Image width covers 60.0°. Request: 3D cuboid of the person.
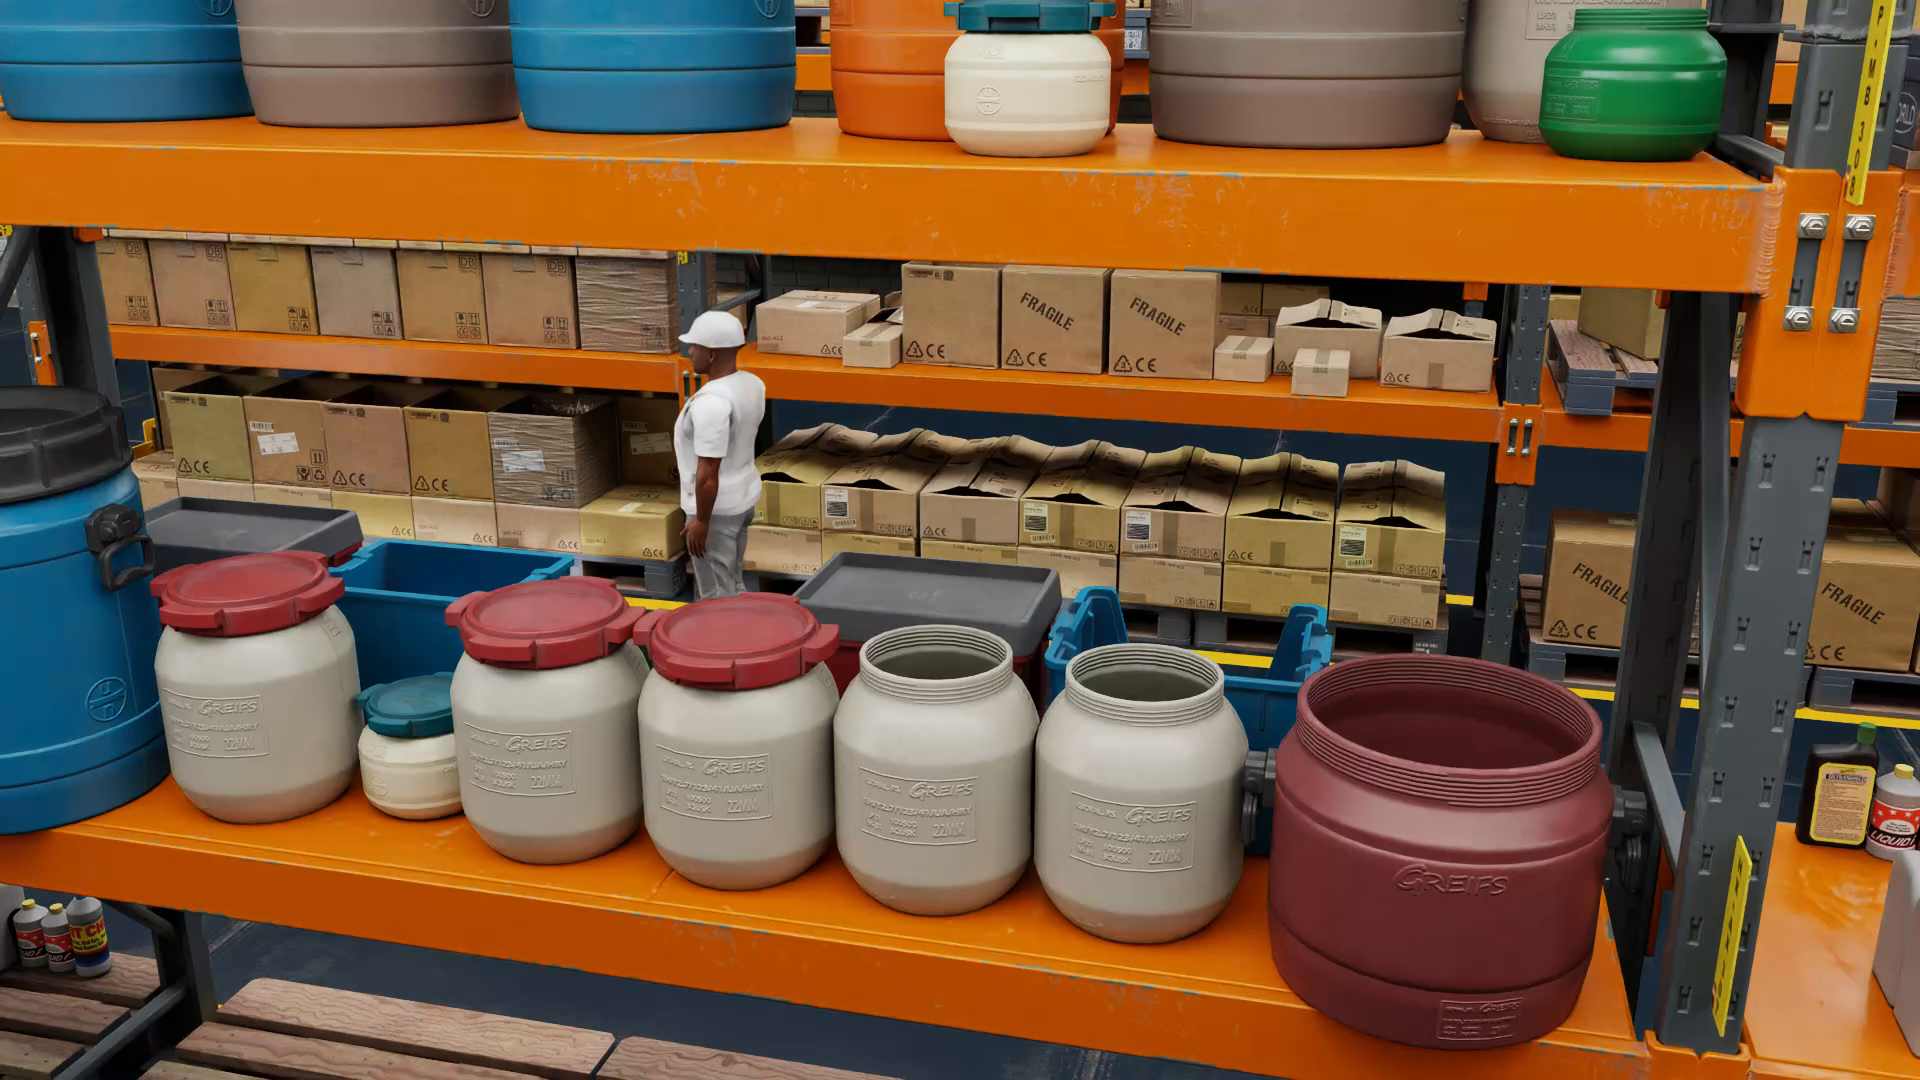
[{"bbox_3d":[-1.088,-0.120,7.493,0.450,1.834,0.571,5,19,14],"label":"person"}]
